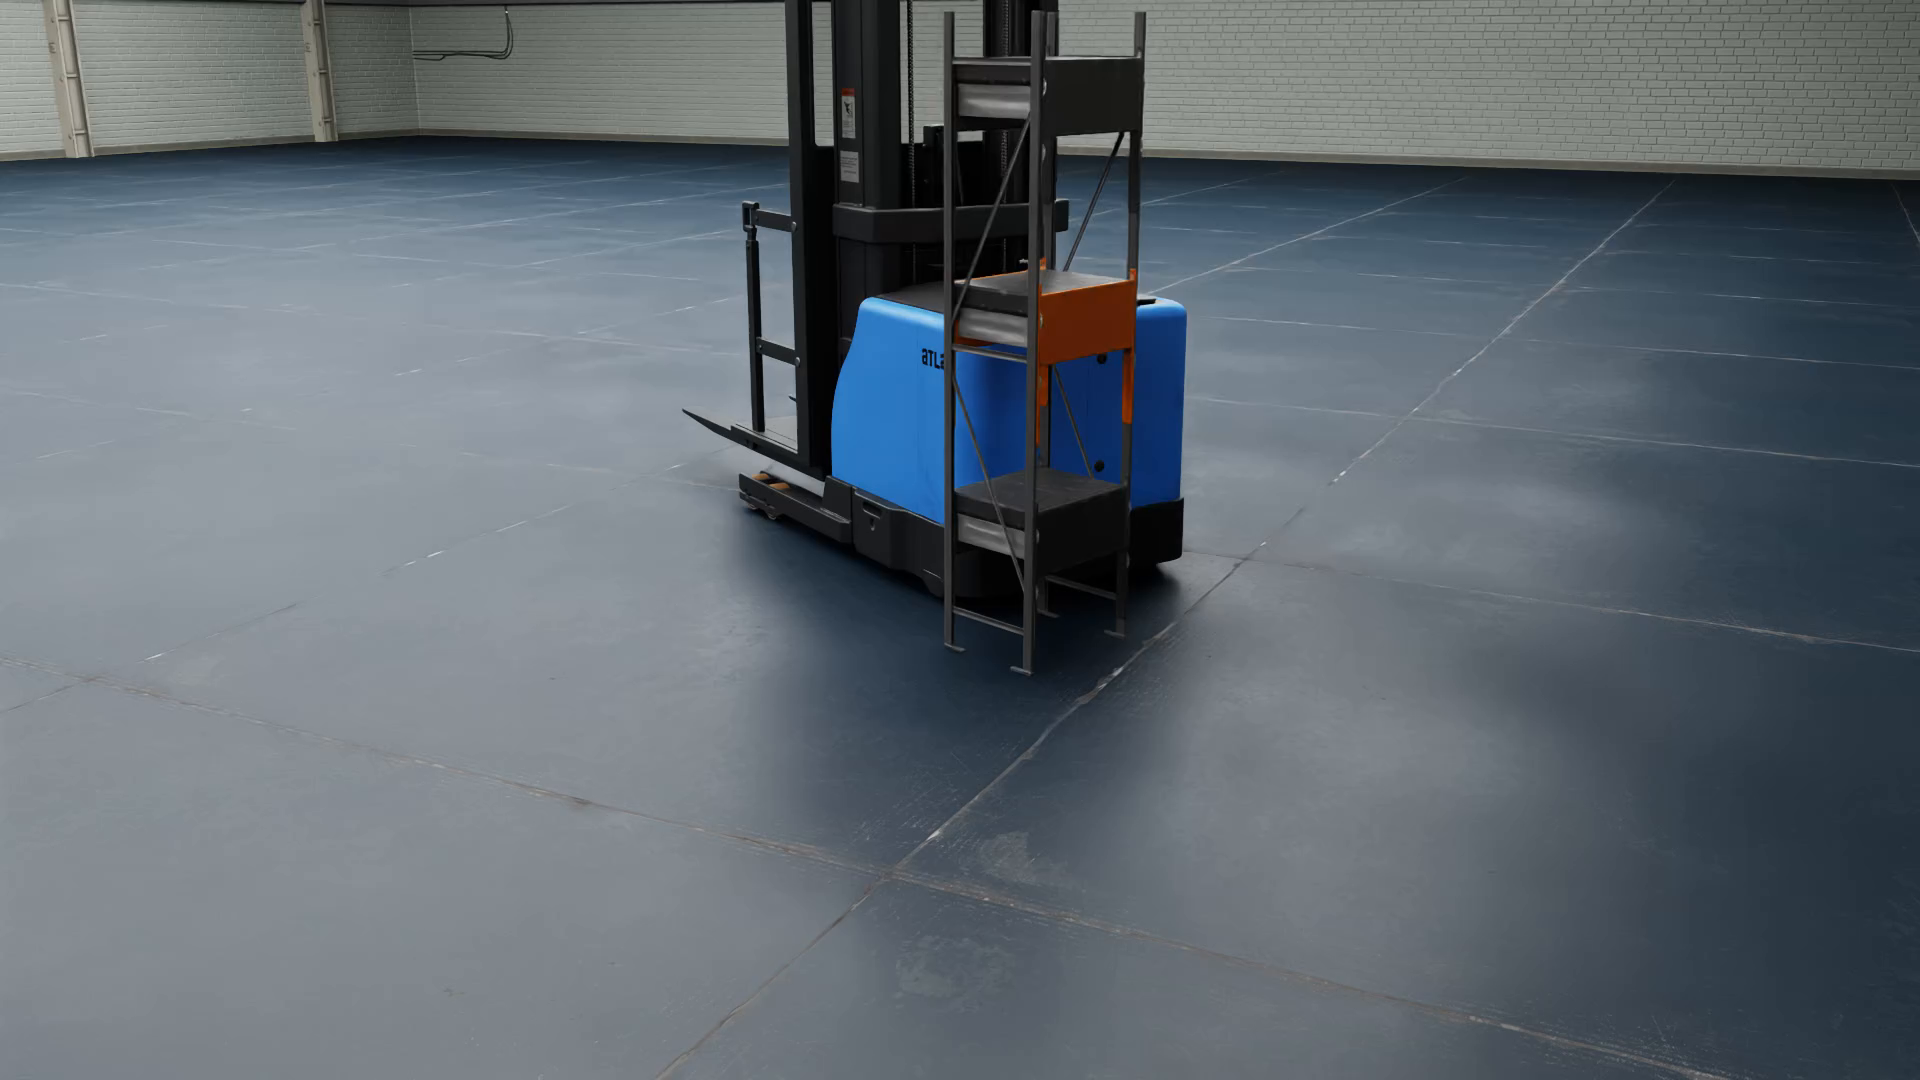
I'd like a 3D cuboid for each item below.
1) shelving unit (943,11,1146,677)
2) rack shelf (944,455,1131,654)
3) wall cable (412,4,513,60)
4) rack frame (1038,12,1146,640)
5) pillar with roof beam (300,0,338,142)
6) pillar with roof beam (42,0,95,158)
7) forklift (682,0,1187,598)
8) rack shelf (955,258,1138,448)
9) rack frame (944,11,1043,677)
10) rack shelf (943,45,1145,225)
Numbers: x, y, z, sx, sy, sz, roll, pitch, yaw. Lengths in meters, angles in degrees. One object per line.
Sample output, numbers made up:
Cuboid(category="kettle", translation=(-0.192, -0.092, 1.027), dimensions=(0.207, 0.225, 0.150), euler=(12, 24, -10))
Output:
Cuboid(category="shelving unit", translation=(0.266, -0.645, 5.495), dimensions=(0.431, 2.100, 0.503), euler=(16, 23, 42))
Cuboid(category="rack shelf", translation=(0.265, 0.037, 5.705), dimensions=(0.431, 0.518, 0.480), euler=(16, 23, 42))
Cuboid(category="wall cable", translation=(-11.393, -12.152, 37.586), dimensions=(3.097, 2.526, 0.112), euler=(8, 18, 25))
Cuboid(category="rack frame", translation=(0.436, -0.696, 5.662), dimensions=(0.400, 2.100, 0.015), euler=(16, 23, 42))
Cuboid(category="pillar with roof beam", translation=(-10.041, -12.511, 33.340), dimensions=(9.100, 9.000, 0.400), euler=(8, 18, 25))
Cuboid(category="pillar with roof beam", translation=(-12.722, -10.982, 28.195), dimensions=(9.100, 9.000, 0.400), euler=(8, 18, 25))
Cuboid(category="forklift", translation=(-0.334, -1.556, 7.115), dimensions=(1.130, 2.935, 3.031), euler=(-10, 19, -31))
Cuboid(category="rack shelf", translation=(0.266, -0.632, 5.499), dimensions=(0.431, 0.518, 0.480), euler=(16, 23, 42))
Cuboid(category="rack frame", translation=(0.096, -0.593, 5.327), dimensions=(0.400, 2.100, 0.015), euler=(16, 23, 42))
Cuboid(category="rack shelf", translation=(0.267, -1.301, 5.293), dimensions=(0.431, 0.518, 0.480), euler=(16, 23, 42))
